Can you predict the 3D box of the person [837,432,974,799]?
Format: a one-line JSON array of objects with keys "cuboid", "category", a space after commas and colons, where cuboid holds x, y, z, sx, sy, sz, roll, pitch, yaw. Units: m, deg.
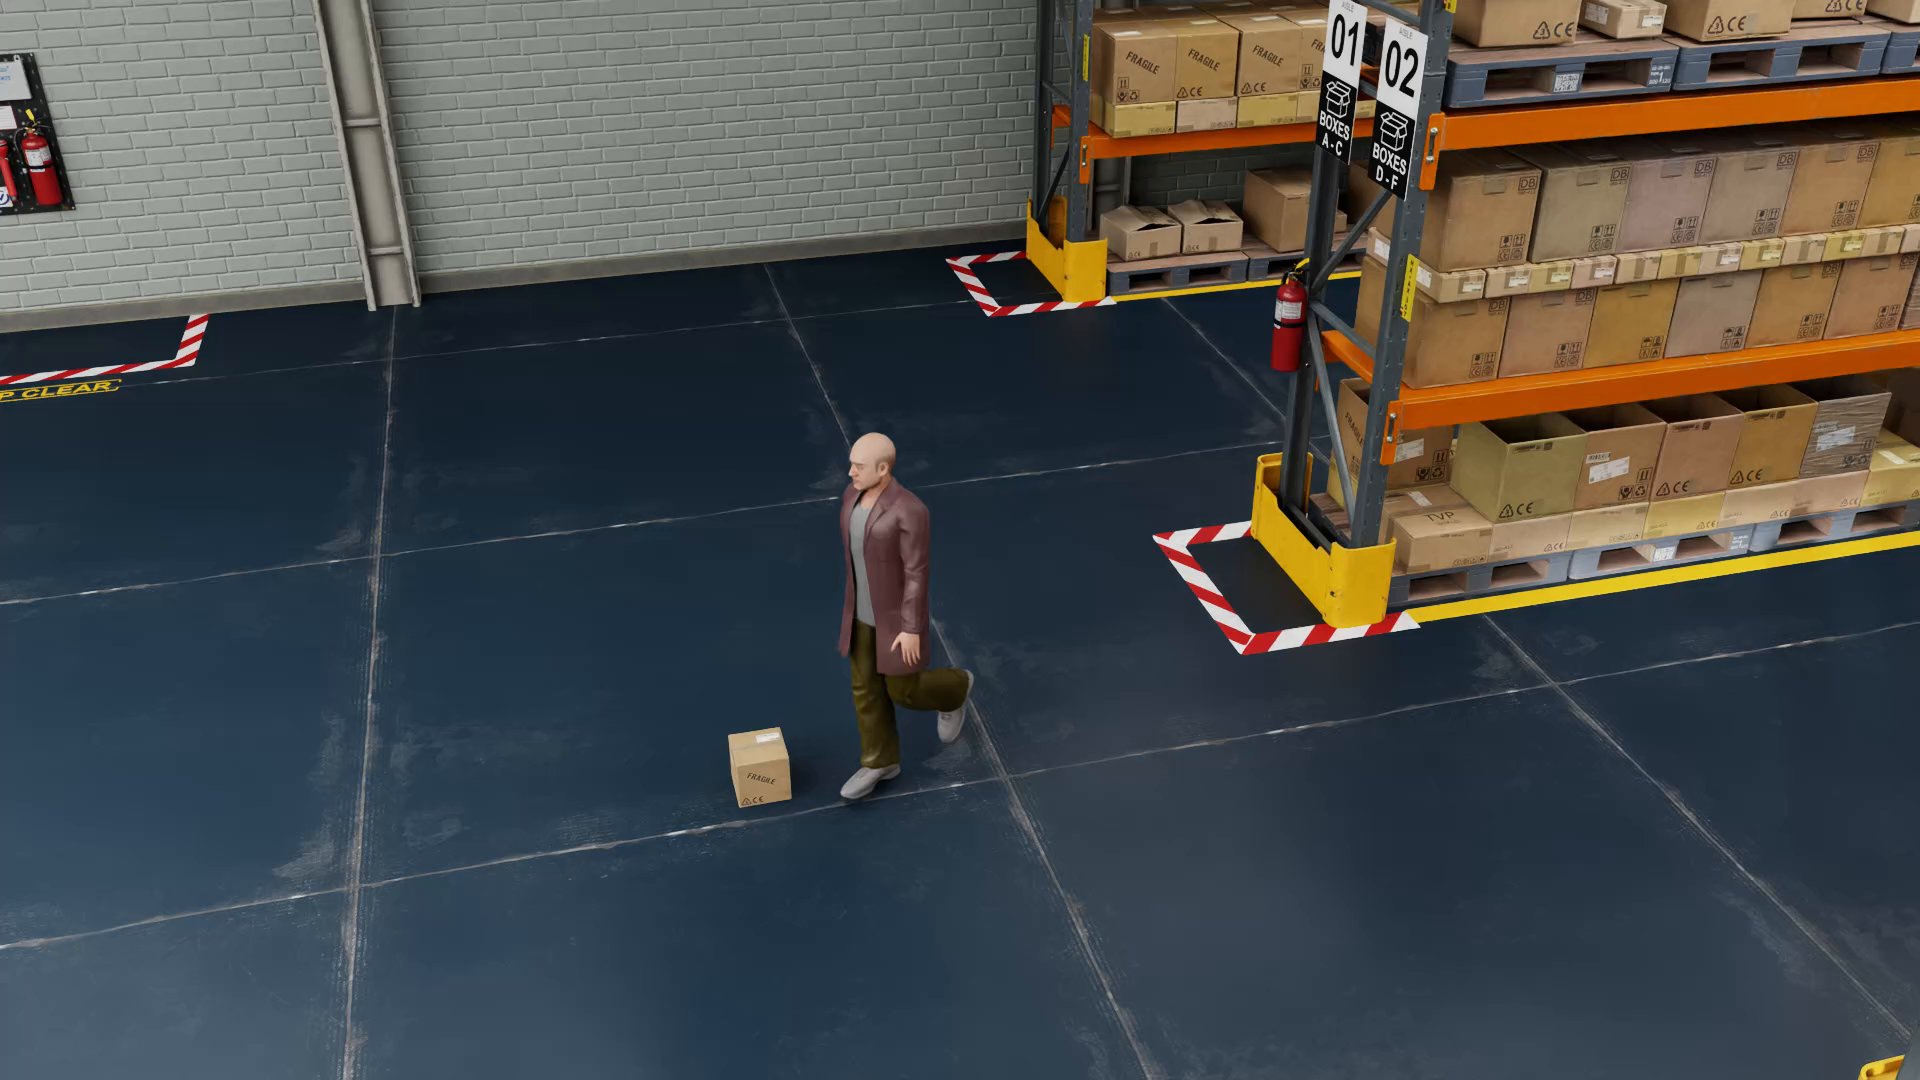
[{"cuboid": [-0.302, 0.307, 7.716, 0.615, 1.763, 0.853, 25, 38, 36], "category": "person"}]
